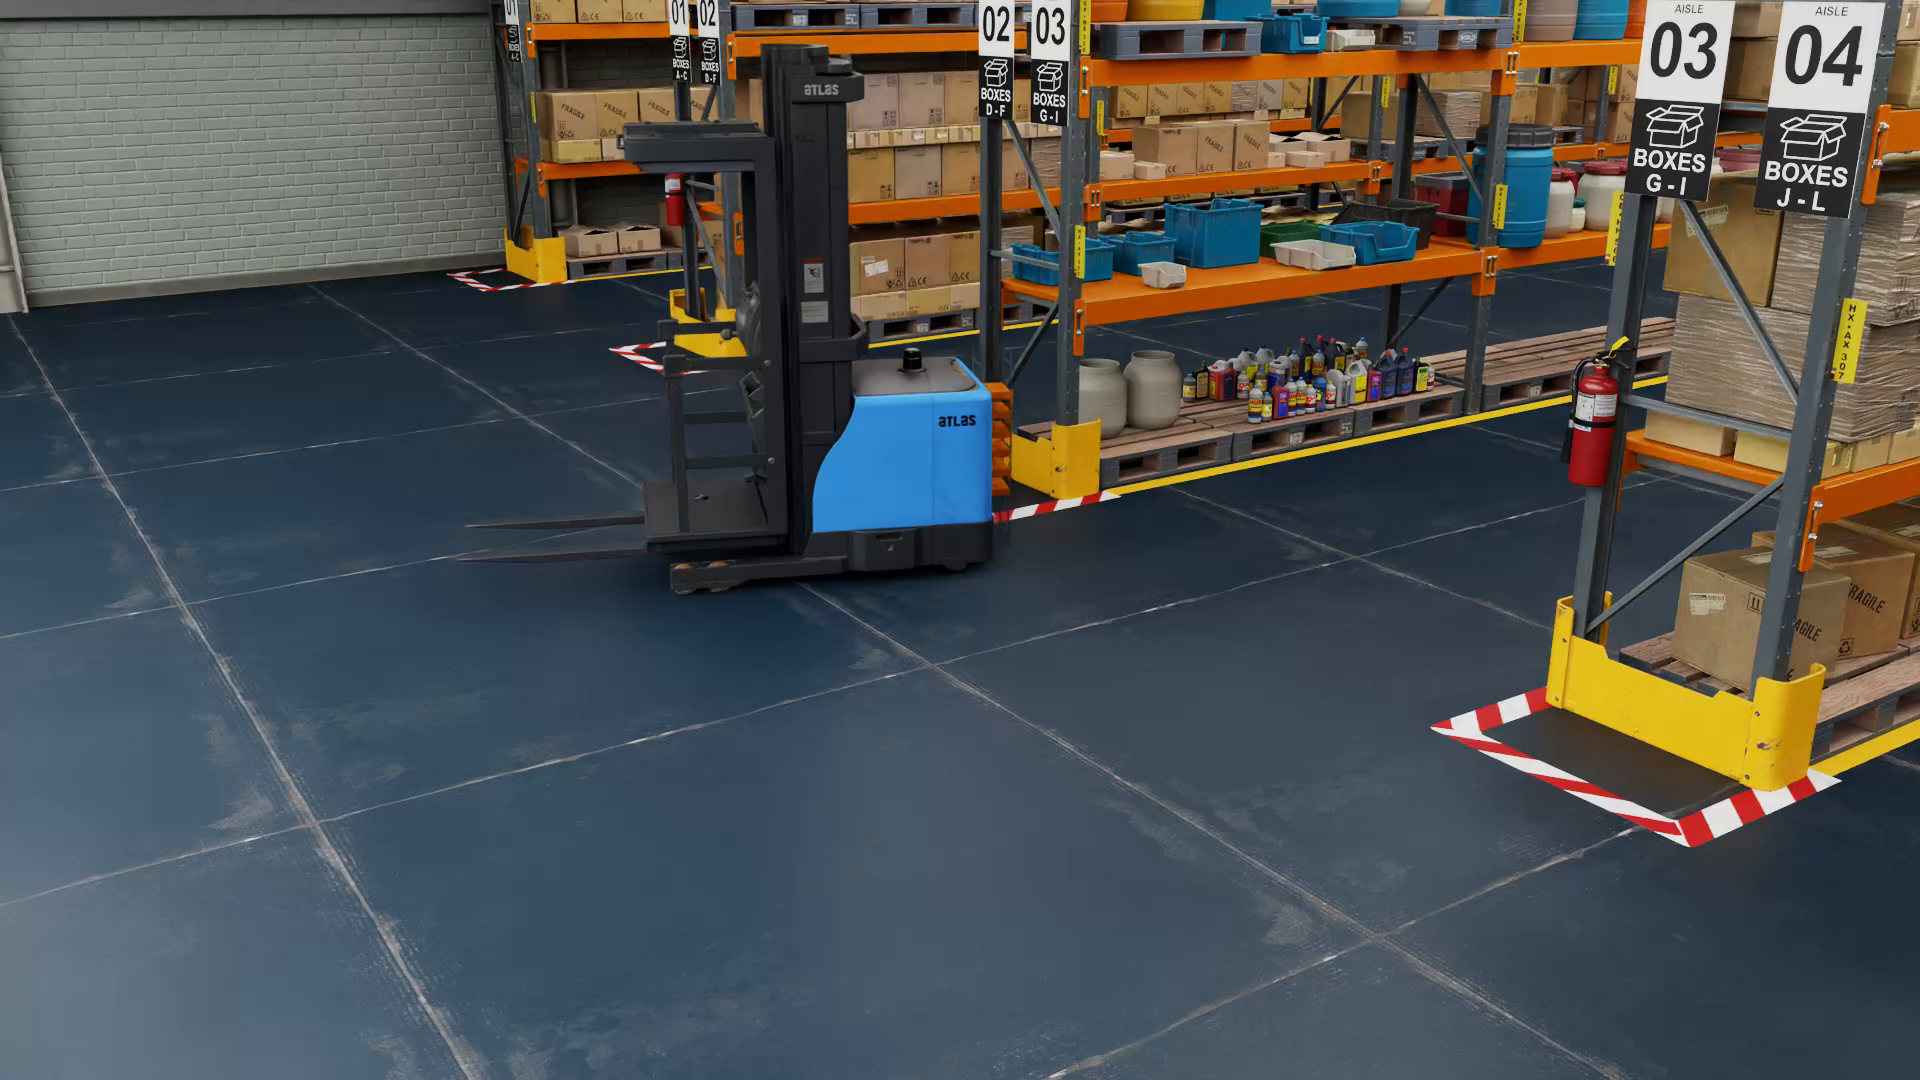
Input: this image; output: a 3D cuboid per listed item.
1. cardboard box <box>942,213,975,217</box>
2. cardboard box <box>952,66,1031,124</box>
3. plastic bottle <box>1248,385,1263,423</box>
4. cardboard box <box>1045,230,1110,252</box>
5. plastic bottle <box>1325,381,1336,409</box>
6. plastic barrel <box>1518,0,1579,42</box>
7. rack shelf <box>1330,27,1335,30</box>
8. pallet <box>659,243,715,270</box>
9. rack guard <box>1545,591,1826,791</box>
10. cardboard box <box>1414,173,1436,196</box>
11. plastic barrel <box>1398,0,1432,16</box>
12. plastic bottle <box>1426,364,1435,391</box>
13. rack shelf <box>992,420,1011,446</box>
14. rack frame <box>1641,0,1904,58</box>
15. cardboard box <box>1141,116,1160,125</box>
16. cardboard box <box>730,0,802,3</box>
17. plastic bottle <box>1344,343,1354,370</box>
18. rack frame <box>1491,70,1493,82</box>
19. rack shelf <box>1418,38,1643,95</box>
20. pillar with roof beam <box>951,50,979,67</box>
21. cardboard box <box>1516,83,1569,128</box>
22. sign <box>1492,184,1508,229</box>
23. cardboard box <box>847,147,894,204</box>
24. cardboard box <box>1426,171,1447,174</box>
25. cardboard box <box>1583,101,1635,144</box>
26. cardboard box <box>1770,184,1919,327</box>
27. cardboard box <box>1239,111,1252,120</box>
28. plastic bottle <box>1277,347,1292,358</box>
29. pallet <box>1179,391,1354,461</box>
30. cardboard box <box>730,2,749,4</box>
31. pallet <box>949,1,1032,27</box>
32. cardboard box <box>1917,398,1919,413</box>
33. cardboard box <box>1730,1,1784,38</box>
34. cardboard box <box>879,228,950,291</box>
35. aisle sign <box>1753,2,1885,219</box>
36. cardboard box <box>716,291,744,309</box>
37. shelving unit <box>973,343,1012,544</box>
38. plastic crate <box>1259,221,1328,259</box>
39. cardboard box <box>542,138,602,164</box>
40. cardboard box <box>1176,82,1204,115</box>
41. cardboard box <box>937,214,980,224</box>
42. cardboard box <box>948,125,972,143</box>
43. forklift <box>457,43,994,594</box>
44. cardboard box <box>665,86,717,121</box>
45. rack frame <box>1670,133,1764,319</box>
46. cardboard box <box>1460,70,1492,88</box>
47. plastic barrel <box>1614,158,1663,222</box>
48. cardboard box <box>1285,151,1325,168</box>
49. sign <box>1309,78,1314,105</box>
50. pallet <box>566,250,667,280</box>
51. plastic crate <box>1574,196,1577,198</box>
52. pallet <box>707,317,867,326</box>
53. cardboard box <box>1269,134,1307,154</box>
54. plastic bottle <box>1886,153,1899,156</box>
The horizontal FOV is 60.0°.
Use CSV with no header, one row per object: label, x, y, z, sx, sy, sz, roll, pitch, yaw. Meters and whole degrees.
cardboard box,-0.192,-4.537,22.197,0.500,0.500,0.700,-12,22,-31
cardboard box,0.289,-4.363,16.286,0.500,0.500,0.700,-12,22,-32
plastic bottle,2.144,-0.992,12.070,0.097,0.271,0.097,0,19,0
cardboard box,1.258,-3.181,17.731,0.500,0.311,0.500,-12,22,-31
plastic bottle,2.768,-1.091,12.470,0.097,0.201,0.097,0,19,0
plastic barrel,4.651,-4.466,13.306,0.600,0.901,0.600,0,19,0
rack shelf,2.748,-5.303,17.687,4.000,0.370,1.077,-12,22,-31
pallet,-3.211,-3.530,20.357,1.213,0.211,1.003,-12,22,-31
rack guard,3.246,0.655,7.527,0.348,0.500,1.175,-12,22,-31
cardboard box,5.967,-4.375,20.546,0.500,0.250,0.500,-12,22,-32
plastic barrel,3.331,-4.195,12.455,0.421,0.512,0.421,0,19,0
plastic bottle,3.667,-1.281,13.031,0.097,0.201,0.097,0,19,0
rack shelf,0.193,-0.645,10.043,0.180,0.103,0.258,-4,19,-11
rack frame,3.182,-3.358,6.126,0.127,3.000,1.000,-12,22,-31
cardboard box,2.577,-5.852,23.233,0.250,0.149,0.380,-11,22,-30
cardboard box,-1.781,-5.001,14.636,0.637,0.503,0.797,-10,21,-28
plastic bottle,3.096,-1.435,13.361,0.133,0.283,0.061,-12,22,-31
rack frame,8.372,-7.309,27.180,0.127,3.000,1.000,-12,22,-31
rack shelf,5.469,-3.978,13.766,4.000,0.370,1.077,-12,22,-31
pillar with roof beam,2.497,-7.592,18.652,0.400,9.000,9.100,-12,22,-31
cardboard box,7.241,-5.502,21.025,0.700,0.500,0.500,14,23,35
sign,4.092,-2.527,12.604,0.005,0.325,0.100,-12,22,-31
cardboard box,-1.012,-3.472,15.675,0.500,0.500,0.700,-12,22,-31
cardboard box,7.425,-6.085,26.808,0.500,0.500,0.700,-12,22,-32
cardboard box,8.335,-5.344,21.212,0.500,0.500,0.500,-11,22,-30
cardboard box,3.792,-1.202,6.934,0.500,0.500,0.500,-12,22,-31
cardboard box,4.037,-6.187,24.224,0.250,0.149,0.380,-12,22,-31
plastic bottle,2.578,-1.384,13.210,0.133,0.283,0.061,-11,21,-29
pallet,2.195,-0.901,12.579,1.213,0.211,1.003,-12,22,-31
cardboard box,-2.807,-6.324,19.397,0.500,0.500,0.500,-13,23,-33
pallet,0.380,-5.093,16.079,1.213,0.211,1.003,-12,22,-31
cardboard box,4.008,-0.914,7.643,0.500,0.500,0.875,-12,22,-31
cardboard box,3.243,-2.187,6.958,0.250,0.149,0.380,-12,22,-31
cardboard box,-0.438,-2.716,16.062,0.500,0.500,0.500,-12,22,-31
aisle sign,3.296,-1.656,6.401,0.004,0.787,0.394,-12,22,-31
cardboard box,-1.977,-2.236,15.813,0.500,0.250,0.500,-12,22,-31
shelving unit,0.193,-0.573,10.067,0.189,1.200,0.258,-4,19,-11
plastic crate,2.510,-2.281,12.639,0.662,0.188,0.450,-12,22,-31
cardboard box,-4.408,-4.430,18.867,0.500,0.250,0.500,-13,22,-33
cardboard box,3.095,-6.291,23.519,0.500,0.500,0.500,-12,22,-32
cardboard box,0.105,-3.034,17.003,0.500,0.500,0.500,-12,22,-31
cardboard box,-0.093,-3.897,15.919,0.250,0.149,0.380,-11,22,-30
forklift,-1.373,-1.268,9.419,3.031,2.935,1.130,-4,19,-11
cardboard box,-3.149,-5.056,19.547,0.500,0.500,0.500,-11,22,-30
rack frame,7.140,-3.250,15.173,0.127,3.000,1.000,-12,22,-31
cardboard box,7.952,-7.358,26.858,0.700,0.700,0.980,-11,21,-29
plastic barrel,5.693,-2.925,14.000,0.433,0.535,0.433,0,19,0
cardboard box,3.819,-4.224,18.447,0.250,0.149,0.380,-12,22,-31
sign,4.112,-5.230,19.346,0.005,0.325,0.100,-12,22,-31
pallet,-4.229,-3.316,19.725,1.213,0.211,1.003,-12,22,-31
plastic crate,5.098,-2.827,14.254,0.662,0.188,0.450,-12,22,-31
pallet,-1.647,-1.991,15.804,1.213,0.211,1.003,-12,22,-31
cardboard box,3.565,-4.427,18.796,0.500,0.311,0.500,-12,22,-32
plastic bottle,9.579,-3.851,17.147,0.135,0.276,0.152,-12,22,-31
